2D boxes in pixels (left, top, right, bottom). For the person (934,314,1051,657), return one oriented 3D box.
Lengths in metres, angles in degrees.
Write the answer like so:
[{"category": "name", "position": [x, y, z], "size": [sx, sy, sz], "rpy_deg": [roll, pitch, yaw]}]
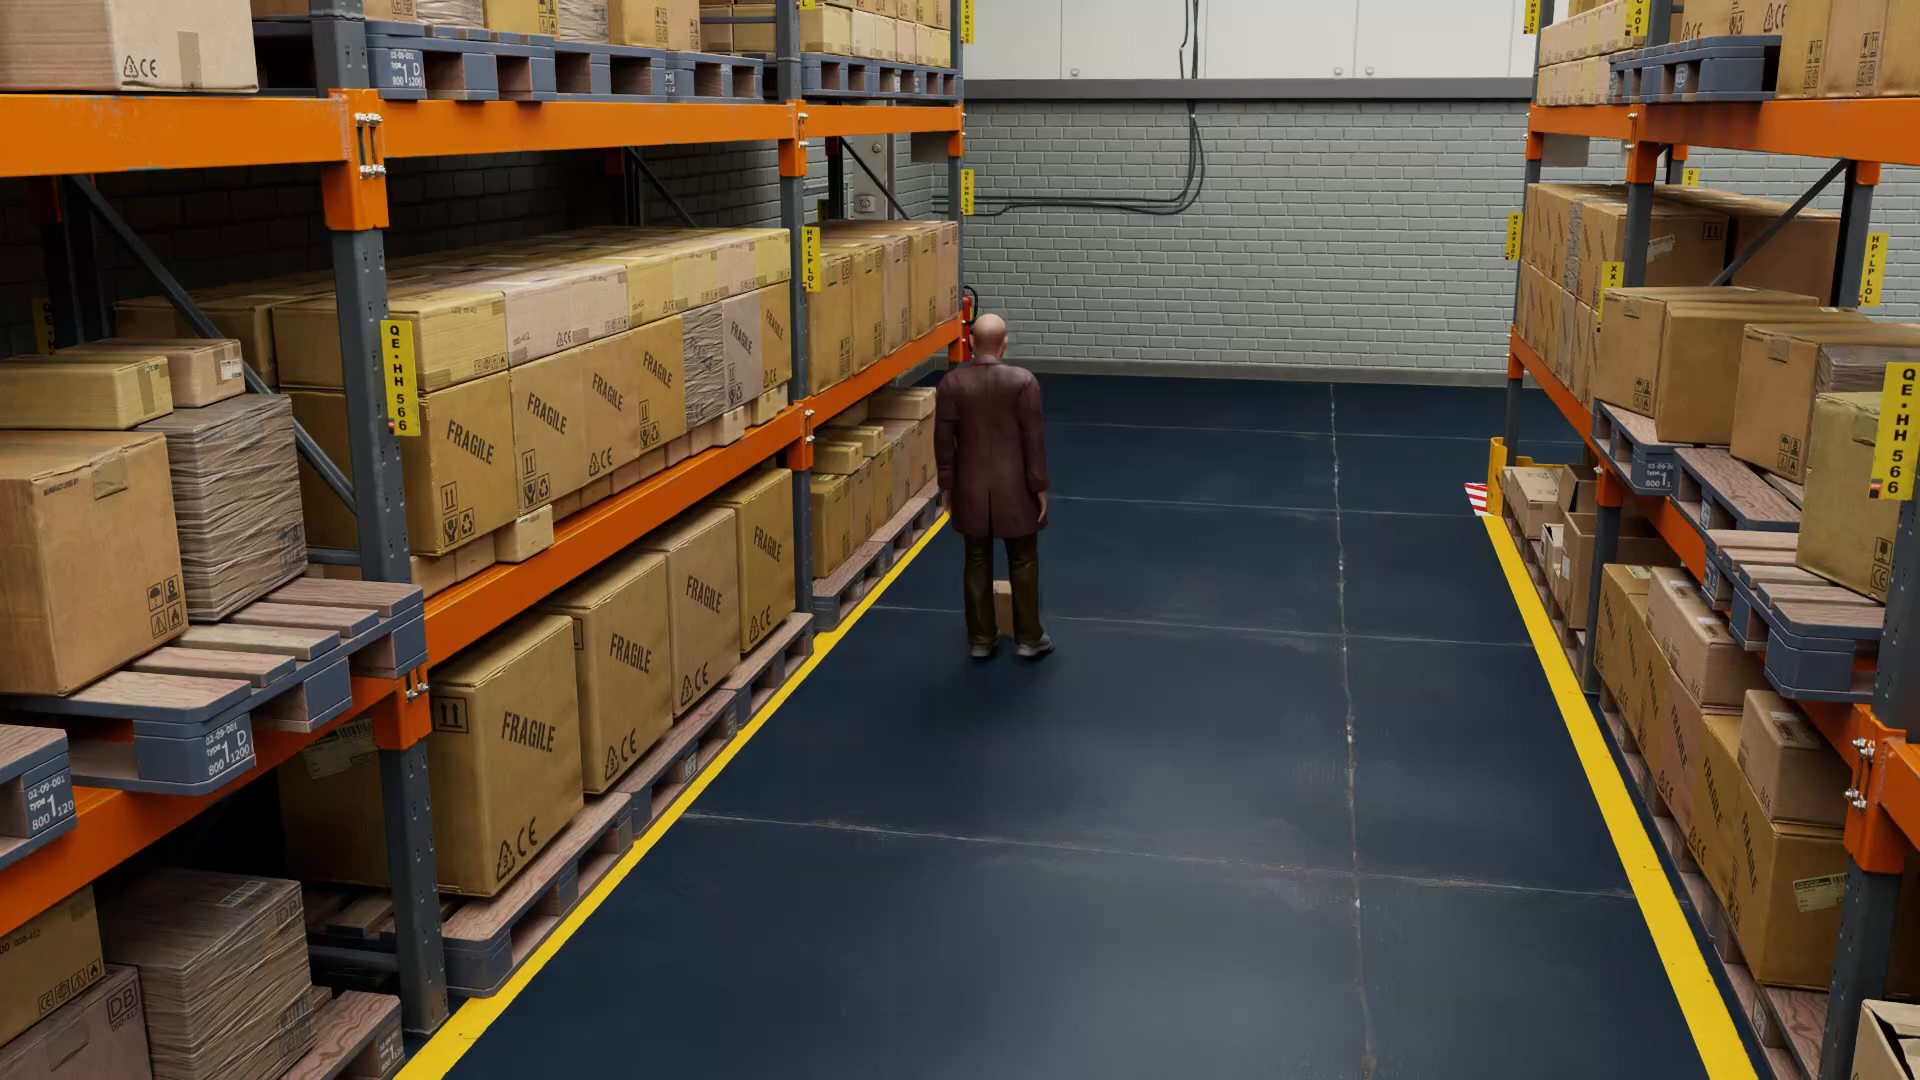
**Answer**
[{"category": "person", "position": [0.184, -0.270, 8.514], "size": [0.594, 1.786, 0.472], "rpy_deg": [3, 15, 11]}]
